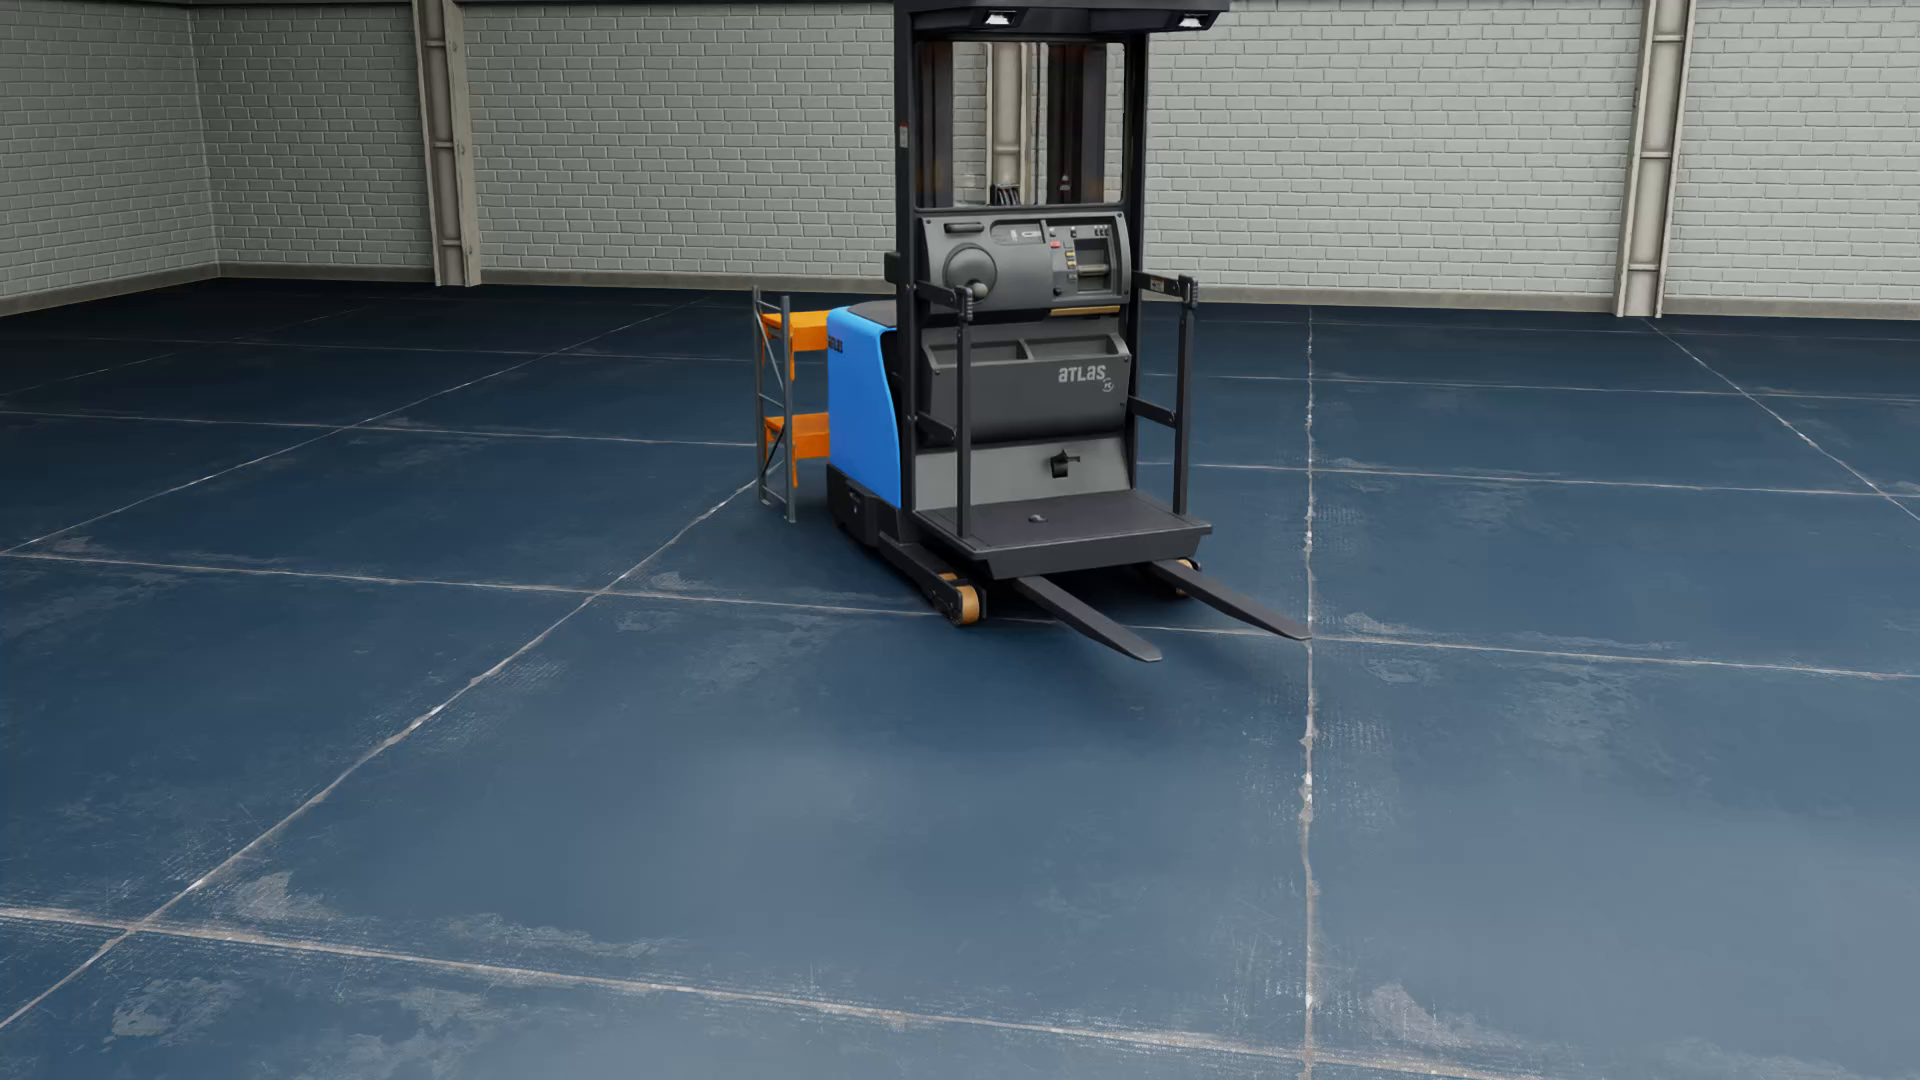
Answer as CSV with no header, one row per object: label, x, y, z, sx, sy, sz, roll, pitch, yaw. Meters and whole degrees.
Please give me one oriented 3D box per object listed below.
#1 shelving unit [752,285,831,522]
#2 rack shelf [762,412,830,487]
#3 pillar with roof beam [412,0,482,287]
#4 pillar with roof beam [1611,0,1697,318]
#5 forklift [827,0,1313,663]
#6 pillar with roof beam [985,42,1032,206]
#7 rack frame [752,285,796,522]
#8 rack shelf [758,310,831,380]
shelving unit,-0.479,-0.749,8.587,1.048,1.125,0.538,-7,17,-24
rack shelf,-0.479,-0.513,8.652,1.000,0.278,0.538,-7,17,-24
pillar with roof beam,-6.261,-5.966,12.673,0.400,9.000,9.100,3,16,11
pillar with roof beam,5.498,-5.328,10.368,0.400,9.000,9.100,3,16,11
forklift,0.371,-1.192,6.804,1.130,2.935,3.031,-6,17,-22
pillar with roof beam,-0.381,-5.647,11.520,0.400,9.000,9.100,3,16,11
rack frame,-0.941,-0.692,8.382,0.032,1.125,0.500,-7,17,-24
rack shelf,-0.479,-1.031,8.509,1.000,0.278,0.538,-7,17,-24
